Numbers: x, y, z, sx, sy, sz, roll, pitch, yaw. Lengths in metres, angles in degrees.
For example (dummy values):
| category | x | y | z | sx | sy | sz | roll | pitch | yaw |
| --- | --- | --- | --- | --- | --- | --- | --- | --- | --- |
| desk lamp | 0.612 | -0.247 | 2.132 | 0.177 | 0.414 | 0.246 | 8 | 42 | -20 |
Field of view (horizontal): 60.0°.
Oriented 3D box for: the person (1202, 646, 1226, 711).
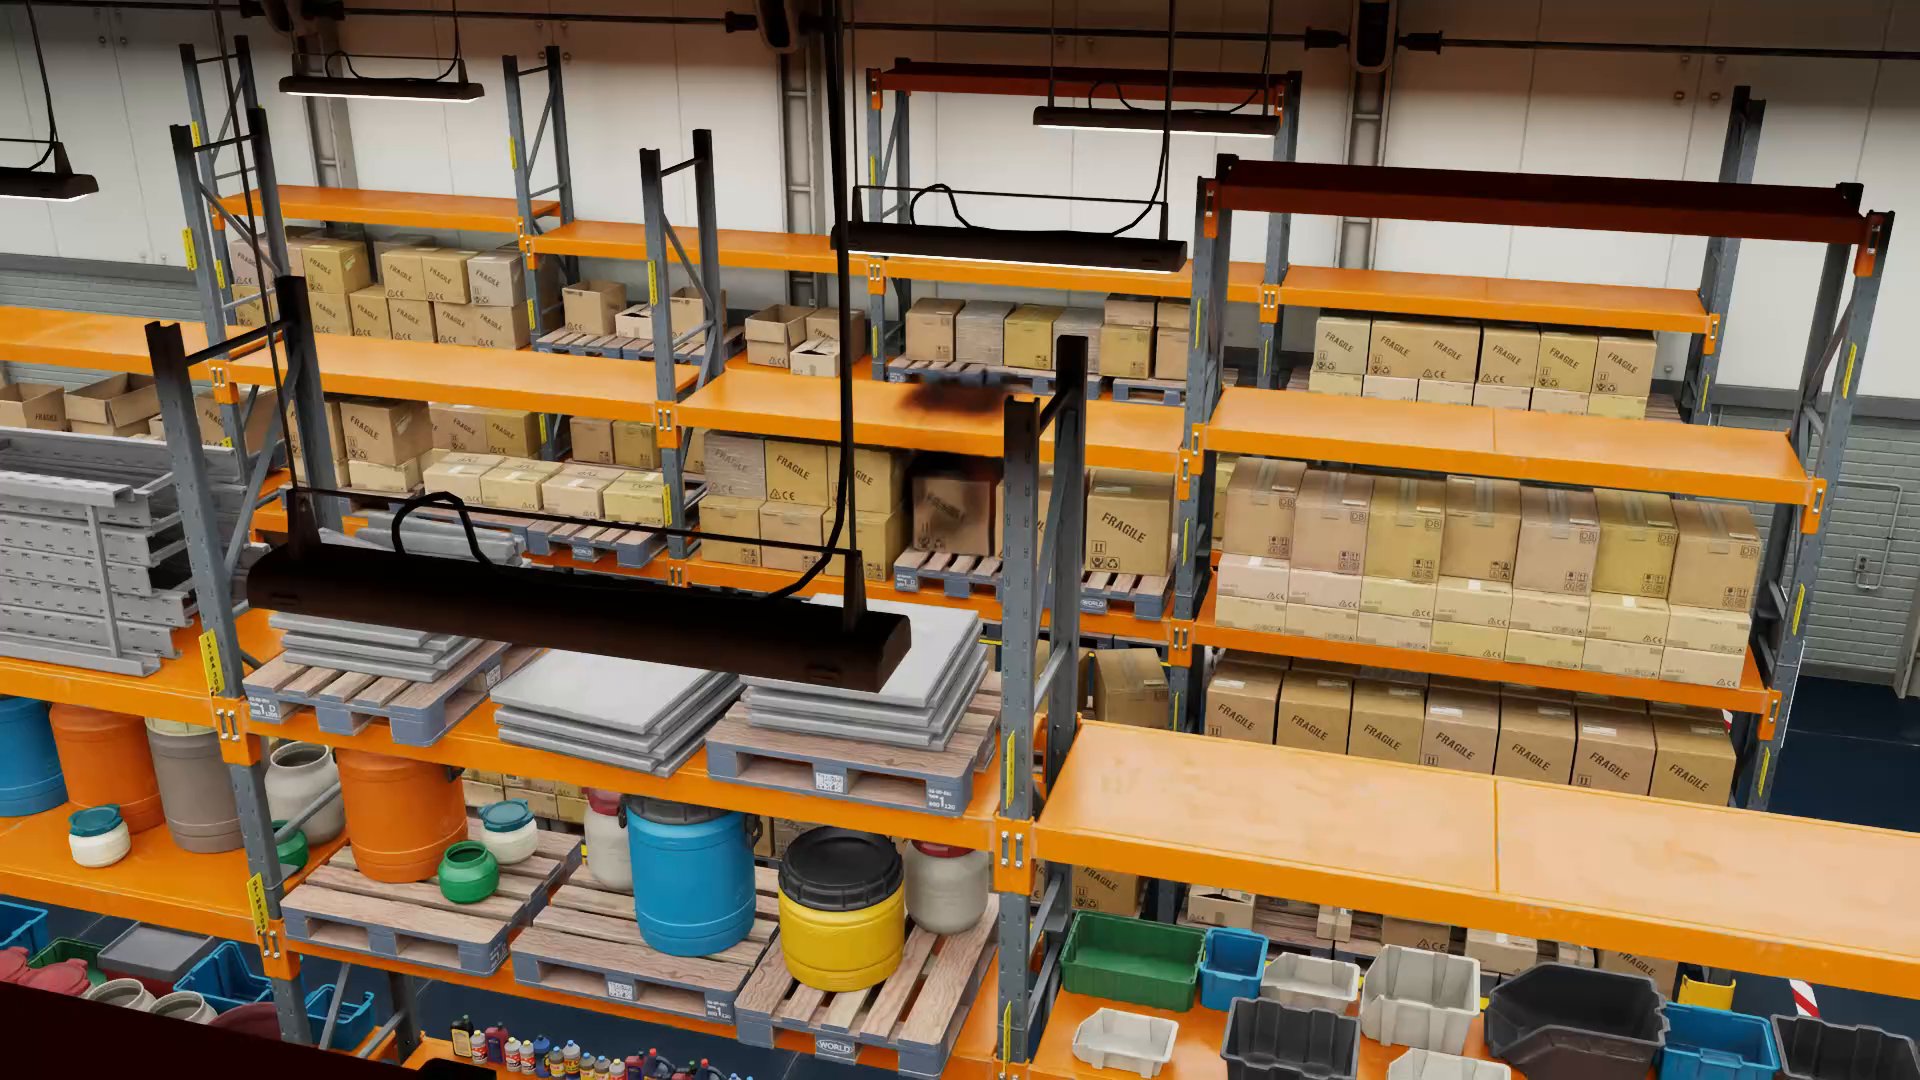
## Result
| category | x | y | z | sx | sy | sz | roll | pitch | yaw |
| --- | --- | --- | --- | --- | --- | --- | --- | --- | --- |
| person | 2.184 | 1.363 | 14.957 | 0.506 | 1.694 | 0.531 | 11 | 25 | 25 |
